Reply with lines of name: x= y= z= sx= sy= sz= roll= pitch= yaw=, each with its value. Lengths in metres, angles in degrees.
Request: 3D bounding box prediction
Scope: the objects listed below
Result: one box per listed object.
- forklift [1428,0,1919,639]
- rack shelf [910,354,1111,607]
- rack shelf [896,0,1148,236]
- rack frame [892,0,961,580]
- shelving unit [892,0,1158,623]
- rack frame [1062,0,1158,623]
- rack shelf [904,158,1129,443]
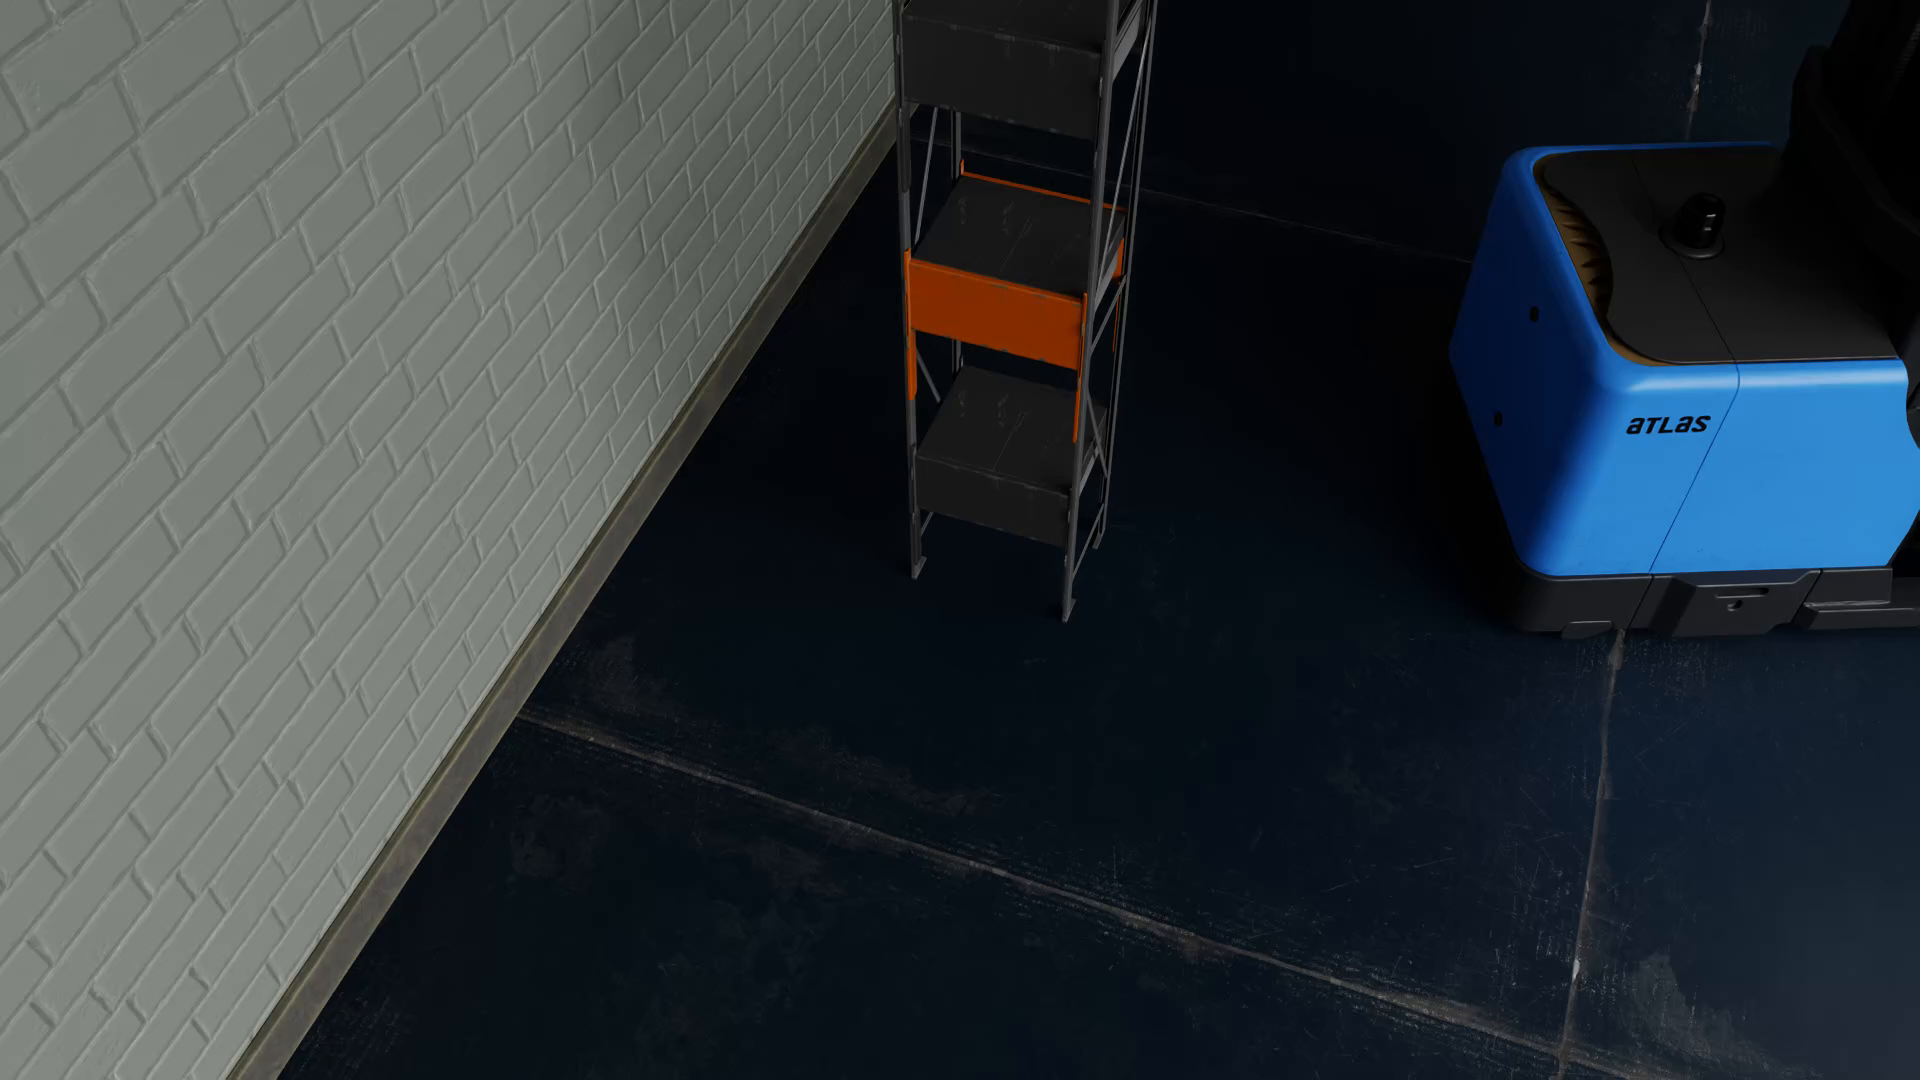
forklift: x=3.090 y=-1.083 z=4.249 sx=3.031 sy=2.935 sz=1.130 roll=-2 pitch=49 yaw=-2
rack shelf: x=0.155 y=-0.177 z=4.958 sx=0.480 sy=0.518 sz=0.431 roll=16 pitch=51 yaw=13
rack shelf: x=0.155 y=-1.094 z=3.900 sx=0.480 sy=0.518 sz=0.431 roll=16 pitch=51 yaw=13
rack frame: x=-0.074 y=-0.708 z=4.474 sx=0.015 sy=2.100 sz=0.400 roll=16 pitch=51 yaw=13
shelving unit: x=0.155 y=-0.644 z=4.419 sx=0.503 sy=2.100 sz=0.431 roll=16 pitch=51 yaw=13
rack frame: x=0.384 y=-0.580 z=4.364 sx=0.015 sy=2.100 sz=0.400 roll=16 pitch=51 yaw=13
rack shelf: x=0.155 y=-0.635 z=4.429 sx=0.480 sy=0.518 sz=0.431 roll=16 pitch=51 yaw=13
